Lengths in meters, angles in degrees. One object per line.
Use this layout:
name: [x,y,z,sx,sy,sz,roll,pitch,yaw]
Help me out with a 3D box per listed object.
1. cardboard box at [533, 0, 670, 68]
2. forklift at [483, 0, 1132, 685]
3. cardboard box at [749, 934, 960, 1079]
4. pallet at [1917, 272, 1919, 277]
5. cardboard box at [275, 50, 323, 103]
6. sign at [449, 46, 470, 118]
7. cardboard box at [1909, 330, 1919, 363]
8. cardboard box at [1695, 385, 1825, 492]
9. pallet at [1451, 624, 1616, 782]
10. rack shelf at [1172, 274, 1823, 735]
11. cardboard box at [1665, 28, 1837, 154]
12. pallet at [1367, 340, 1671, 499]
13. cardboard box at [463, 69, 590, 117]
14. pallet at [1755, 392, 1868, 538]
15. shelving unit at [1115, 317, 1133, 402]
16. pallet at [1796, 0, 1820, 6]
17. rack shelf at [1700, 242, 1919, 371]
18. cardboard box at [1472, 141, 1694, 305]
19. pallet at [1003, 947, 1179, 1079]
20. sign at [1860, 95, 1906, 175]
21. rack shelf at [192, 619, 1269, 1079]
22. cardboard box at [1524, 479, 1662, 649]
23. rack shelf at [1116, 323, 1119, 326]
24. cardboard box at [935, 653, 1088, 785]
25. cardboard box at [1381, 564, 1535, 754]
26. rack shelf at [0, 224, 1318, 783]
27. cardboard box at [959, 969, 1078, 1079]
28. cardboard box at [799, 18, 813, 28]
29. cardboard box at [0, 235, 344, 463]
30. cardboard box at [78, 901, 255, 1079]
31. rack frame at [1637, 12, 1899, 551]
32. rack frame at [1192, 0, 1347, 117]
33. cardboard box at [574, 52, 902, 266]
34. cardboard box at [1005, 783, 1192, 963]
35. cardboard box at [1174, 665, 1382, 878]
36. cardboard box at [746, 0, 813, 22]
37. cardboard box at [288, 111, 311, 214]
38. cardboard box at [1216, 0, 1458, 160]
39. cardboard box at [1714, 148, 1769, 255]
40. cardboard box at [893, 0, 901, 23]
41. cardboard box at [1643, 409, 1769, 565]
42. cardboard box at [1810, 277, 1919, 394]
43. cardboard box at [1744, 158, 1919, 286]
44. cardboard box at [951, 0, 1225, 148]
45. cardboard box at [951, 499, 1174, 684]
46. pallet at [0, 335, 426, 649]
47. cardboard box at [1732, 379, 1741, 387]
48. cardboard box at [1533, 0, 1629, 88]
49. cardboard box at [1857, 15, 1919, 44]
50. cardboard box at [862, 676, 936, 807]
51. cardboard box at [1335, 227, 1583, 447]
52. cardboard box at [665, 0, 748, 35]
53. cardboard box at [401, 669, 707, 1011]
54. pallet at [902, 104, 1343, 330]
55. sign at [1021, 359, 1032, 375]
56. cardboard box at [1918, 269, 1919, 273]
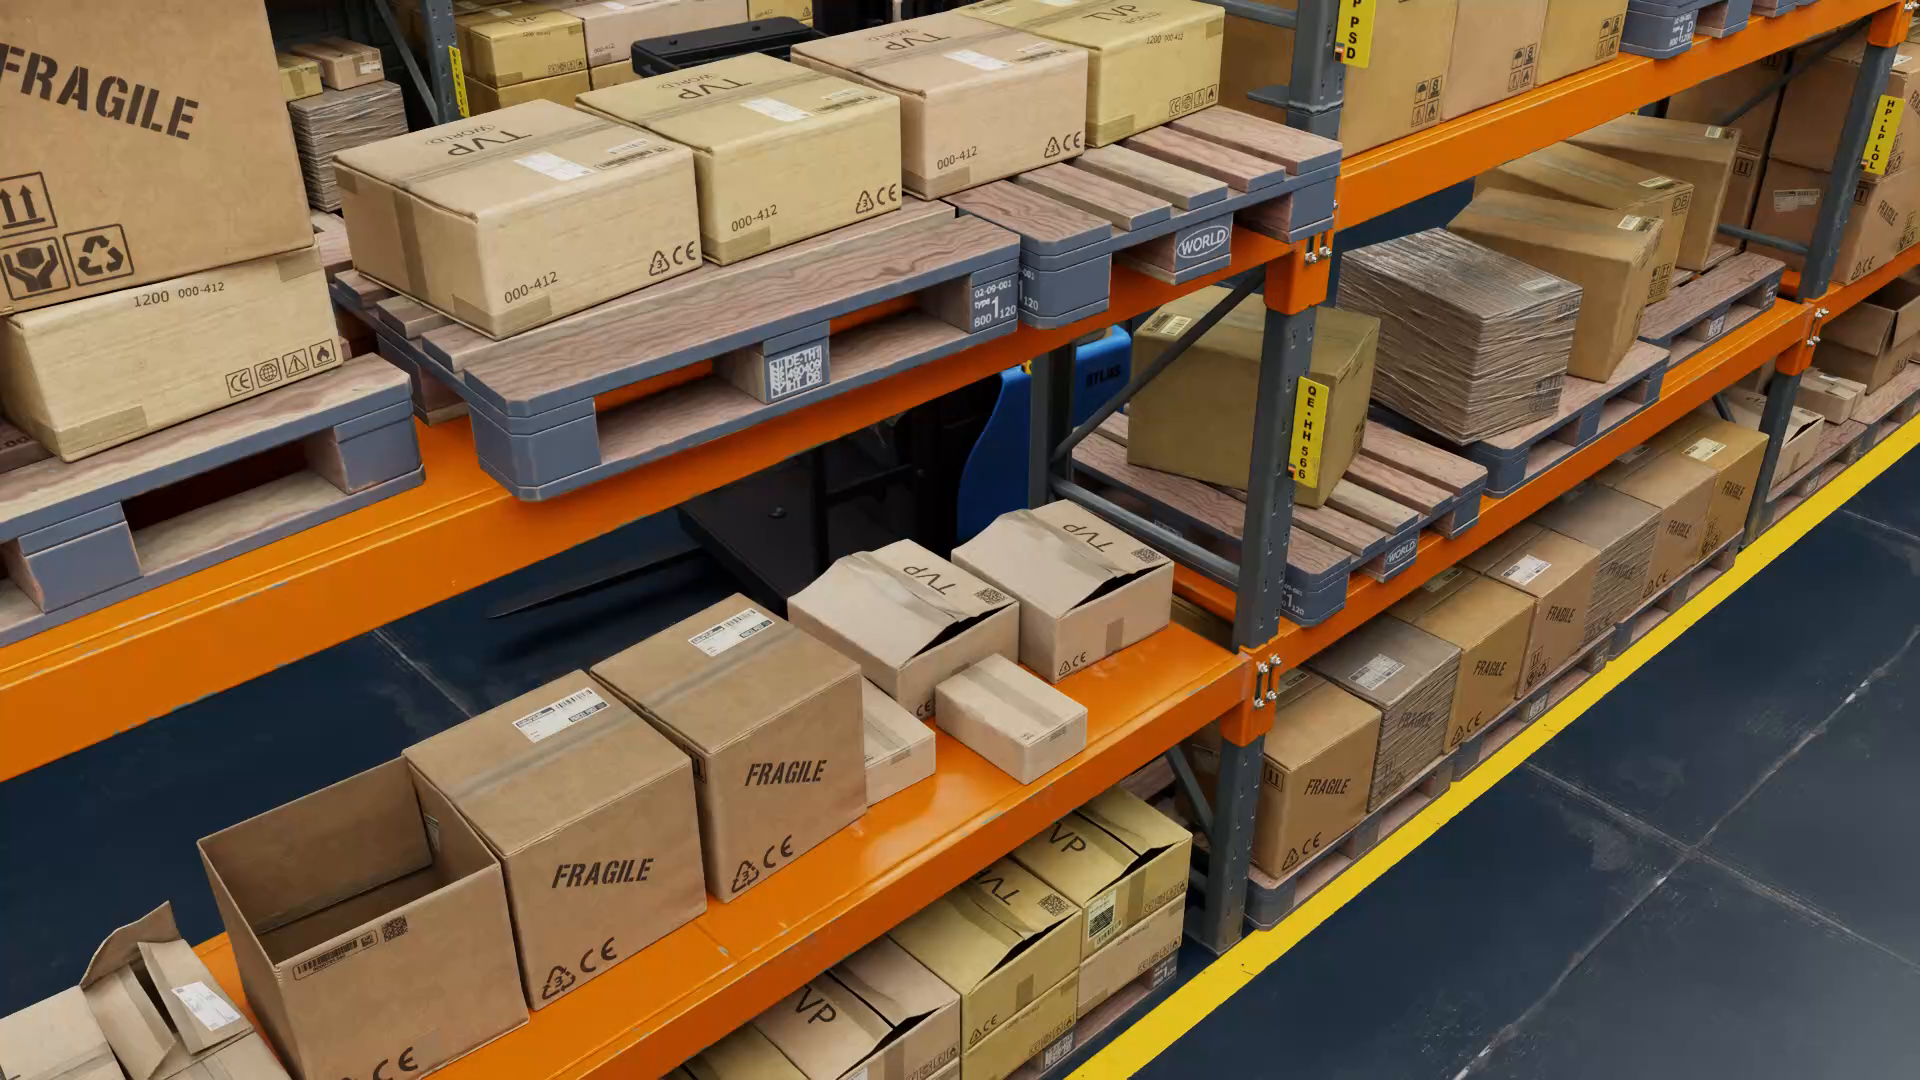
cardboard box: [-1.853,-2.668,8.619,0.500,0.250,0.500,-26,40,-36]
forklift: [-0.673,-1.061,7.175,3.031,2.935,1.130,-20,37,-30]
cardboard box: [-0.349,1.377,4.819,0.500,0.311,0.500,-26,40,-36]
pallet: [5.843,-1.361,10.273,1.213,0.211,1.003,-26,40,-35]
cardboard box: [-3.213,-2.170,7.784,0.380,0.149,0.250,22,38,31]
sign: [-2.379,-2.173,7.894,0.005,0.325,0.100,-26,40,-35]
cardboard box: [5.534,-1.263,9.653,0.500,0.250,0.500,-26,40,-35]
cardboard box: [4.004,-0.548,8.427,0.500,0.311,0.500,-26,40,-35]
pallet: [2.084,0.486,7.253,1.213,0.211,1.003,-26,40,-35]
rack shelf: [2.083,-0.425,6.760,4.000,0.370,1.077,-26,40,-35]
cardboard box: [3.744,-2.189,7.901,0.500,0.500,0.500,-26,40,-35]
pallet: [2.039,-0.633,6.593,1.213,0.211,1.003,-26,40,-35]
cardboard box: [-2.224,-2.169,8.522,0.500,0.500,0.500,-24,39,-34]
pallet: [4.054,-0.495,8.858,1.213,0.211,1.003,-26,40,-35]
shelving unit: [0.816,-1.253,8.273,0.503,2.100,0.431,-21,37,-34]
pallet: [3.024,-2.437,6.665,1.003,0.211,1.213,-26,40,-35]
rack shelf: [5.016,-1.844,9.080,4.000,0.370,1.077,-26,40,-35]
cardboard box: [2.589,-1.313,7.023,0.500,0.500,0.700,-19,36,-28]
pallet: [-0.014,1.444,5.687,1.213,0.211,1.003,-26,40,-35]
sign: [3.930,-1.725,7.085,0.005,0.325,0.100,-26,40,-35]
rack shelf: [-0.850,0.993,4.440,4.000,0.370,1.077,-26,40,-35]
cardboard box: [2.646,0.071,7.232,0.500,0.500,0.500,-25,39,-35]
rack shelf: [0.816,-1.241,8.280,0.480,0.518,0.431,-21,37,-34]
cardboard box: [0.145,0.509,4.783,0.250,0.149,0.380,-26,40,-35]
cardboard box: [1.896,0.440,6.630,0.500,0.500,0.500,-26,40,-36]
rack shelf: [-0.850,-0.286,3.657,4.000,0.370,1.077,-26,40,-35]
cardboard box: [0.021,1.435,5.261,0.500,0.250,0.500,-26,40,-36]
cardboard box: [-1.093,-2.715,9.414,0.500,0.500,0.500,-25,39,-34]
cardboard box: [-1.458,-0.410,2.911,0.500,0.250,0.500,25,39,34]
cardboard box: [-1.797,1.071,3.752,0.258,0.266,0.396,-27,40,-37]
rack frame: [3.550,-1.442,7.732,0.127,3.000,1.000,-26,40,-35]
rack frame: [0.616,-2.582,3.847,0.127,3.000,1.000,-26,40,-35]
cardboard box: [-0.477,-0.844,3.621,0.500,0.250,0.500,-27,40,-36]
cardboard box: [0.400,1.012,5.416,0.500,0.311,0.500,-25,39,-34]
cardboard box: [1.145,0.804,6.035,0.500,0.500,0.500,-24,39,-34]
cardboard box: [-1.119,-3.030,9.211,0.500,0.250,0.500,-27,40,-36]
cardboard box: [-3.484,-1.768,7.748,0.700,0.500,0.500,25,39,35]
cardboard box: [0.913,-1.513,4.878,0.500,0.500,0.910,-26,40,-35]
cardboard box: [3.742,-1.760,8.157,0.500,0.500,0.500,-25,39,-35]
cardboard box: [-0.356,-3.069,9.993,0.500,0.500,0.500,-25,40,-35]
cardboard box: [3.383,-0.278,7.804,0.500,0.500,0.500,-26,40,-36]
cardboard box: [4.924,-1.233,9.362,0.637,0.503,0.797,-26,40,-35]
cardboard box: [4.109,-1.561,7.832,0.500,0.500,0.500,-25,39,-34]
cardboard box: [0.322,-1.235,4.261,0.500,0.250,0.500,26,40,35]
cardboard box: [0.320,0.127,5.252,0.500,0.311,0.500,-23,38,-33]
pallet: [-1.679,-0.120,2.879,0.805,0.209,1.217,27,41,37]
cardboard box: [3.774,-0.874,8.778,0.500,0.500,0.500,-26,40,-35]
cardboard box: [1.669,-1.878,5.475,0.500,0.500,0.910,-26,40,-35]
cardboard box: [4.464,-2.154,7.842,0.500,0.500,0.500,-27,41,-37]
cardboard box: [-0.280,0.558,4.703,0.250,0.149,0.380,-23,38,-32]
cardboard box: [1.802,-0.763,6.123,0.500,0.500,0.700,-18,36,-27]
cardboard box: [-1.489,-2.847,8.911,0.500,0.250,0.500,-26,40,-35]
cardboard box: [-0.989,0.723,4.097,0.500,0.500,0.500,-26,40,-35]
pallet: [0.180,-0.947,4.229,1.003,0.211,1.213,-24,39,-33]
sign: [0.241,-0.687,5.465,0.005,0.325,0.100,-26,40,-35]
cardboard box: [5.942,-1.815,10.654,0.250,0.149,0.380,-26,40,-35]
